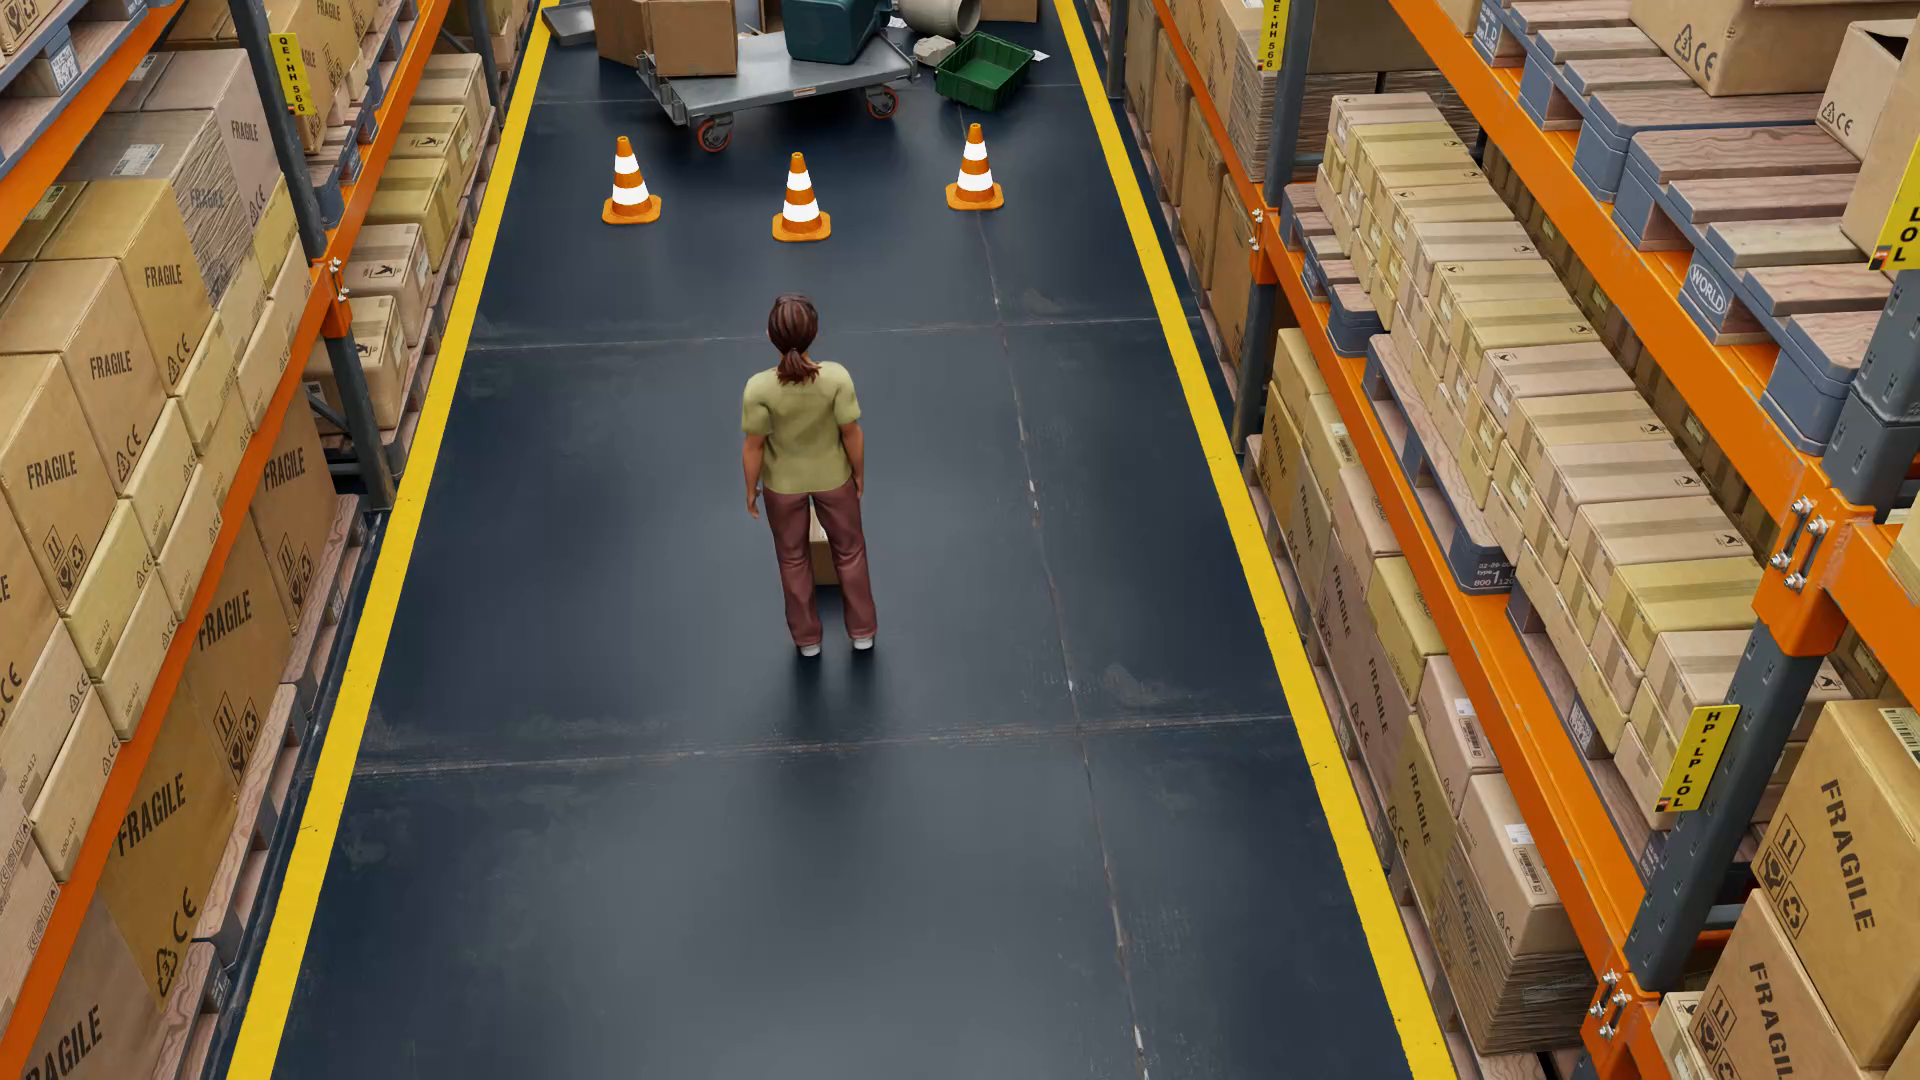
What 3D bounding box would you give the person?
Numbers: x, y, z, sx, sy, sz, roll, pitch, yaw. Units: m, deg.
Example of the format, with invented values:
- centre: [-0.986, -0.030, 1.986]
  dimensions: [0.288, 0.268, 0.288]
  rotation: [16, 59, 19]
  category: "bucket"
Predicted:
- centre: [-0.587, -0.225, 6.424]
  dimensions: [0.485, 1.682, 0.412]
  rotation: [-6, 40, -8]
  category: "person"
